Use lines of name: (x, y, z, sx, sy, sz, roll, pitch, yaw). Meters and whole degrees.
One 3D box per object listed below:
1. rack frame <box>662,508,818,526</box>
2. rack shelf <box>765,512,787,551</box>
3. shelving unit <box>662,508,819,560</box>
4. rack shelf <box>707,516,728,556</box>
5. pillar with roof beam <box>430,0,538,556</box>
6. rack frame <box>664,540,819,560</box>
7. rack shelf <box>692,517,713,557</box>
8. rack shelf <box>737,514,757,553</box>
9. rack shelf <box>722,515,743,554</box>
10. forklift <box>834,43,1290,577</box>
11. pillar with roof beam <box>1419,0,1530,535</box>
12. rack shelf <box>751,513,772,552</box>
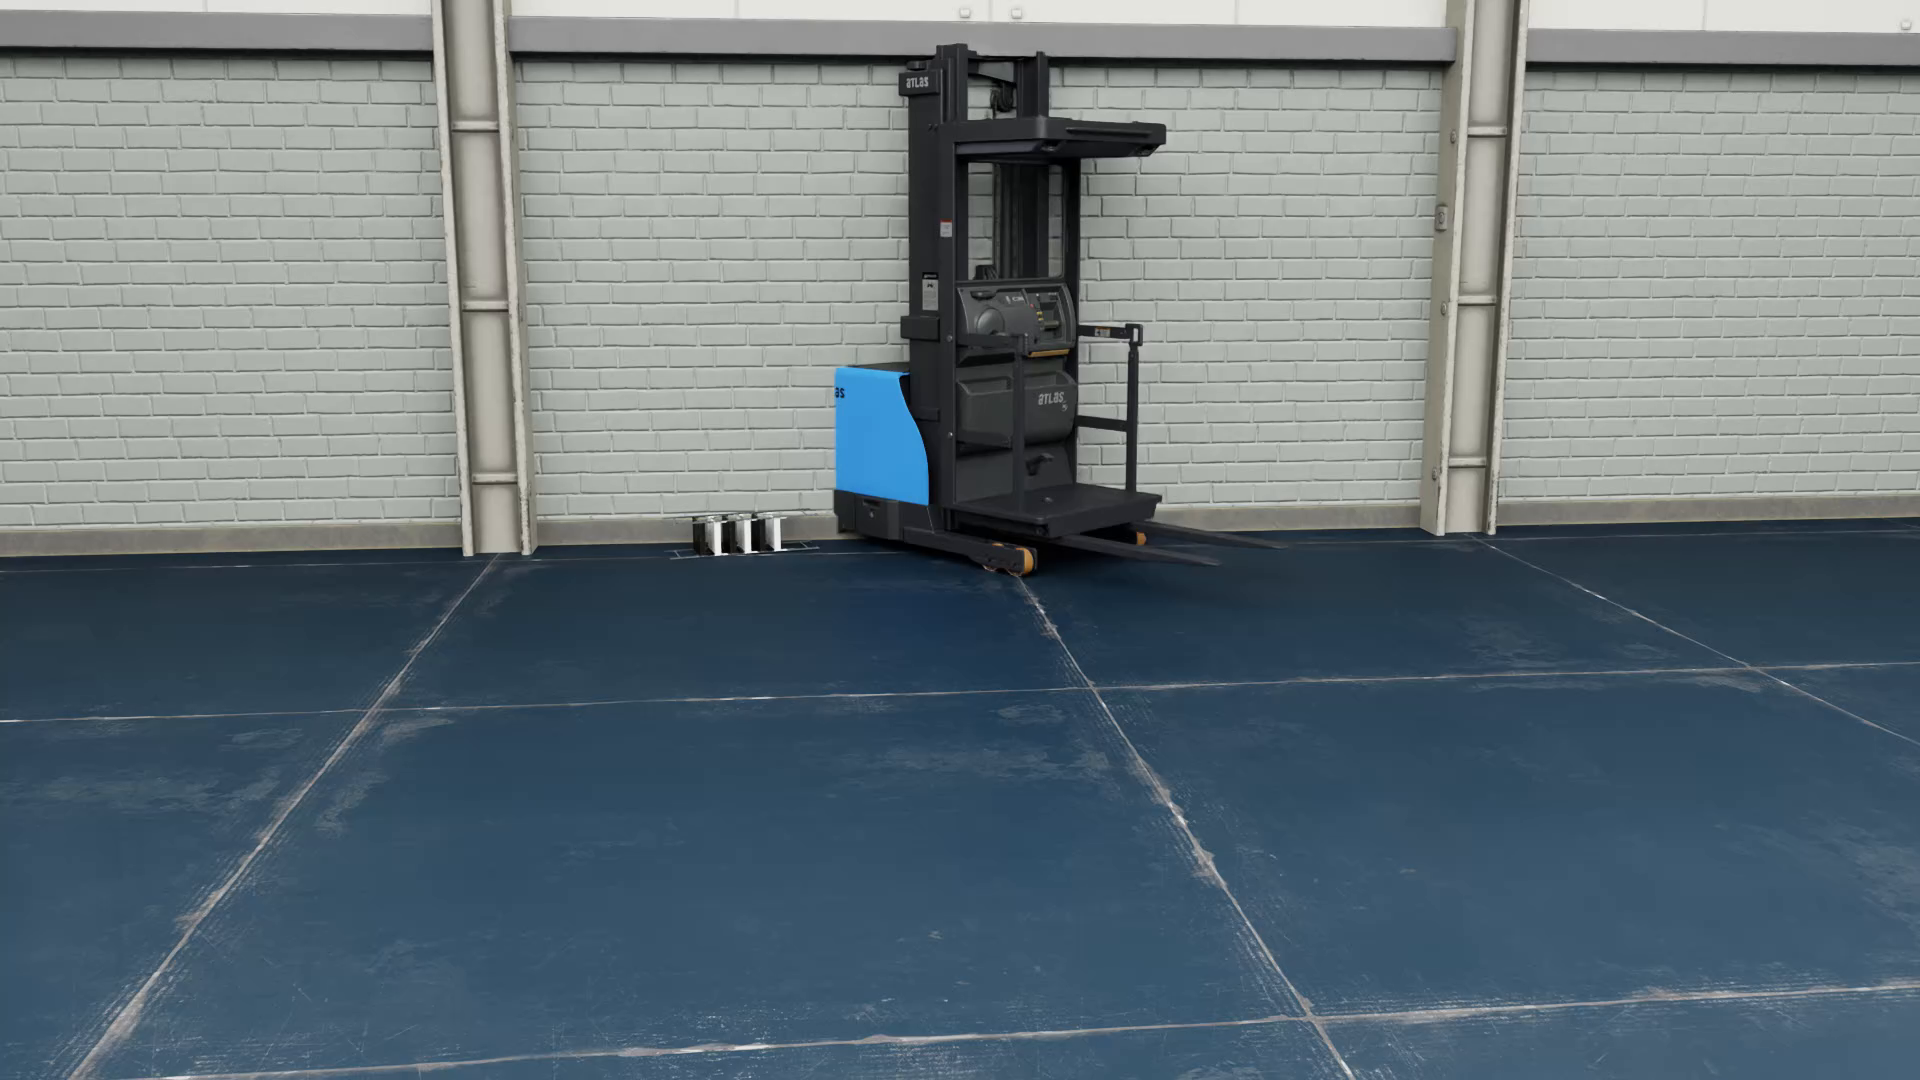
rack frame: (-1.319, -0.141, 9.992, 0.900, 0.006, 0.240, -4, 12, -18)
rack shelf: (-1.116, -0.056, 10.079, 0.077, 0.200, 0.258, -4, 12, -18)
shelving unit: (-1.318, -0.041, 10.012, 0.900, 0.210, 0.258, -4, 12, -18)
rack shelf: (-1.457, -0.031, 9.966, 0.077, 0.200, 0.258, -4, 12, -18)
pillar with roof beam: (-2.308, -3.528, 4.984, 0.400, 9.000, 9.100, -1, 11, -6)
rack frame: (-1.318, 0.059, 10.032, 0.900, 0.006, 0.240, -4, 12, -18)
rack shelf: (-1.542, -0.024, 9.938, 0.077, 0.200, 0.258, -4, 12, -18)
rack shelf: (-1.287, -0.043, 10.023, 0.077, 0.200, 0.258, -4, 12, -18)
rack shelf: (-1.372, -0.037, 9.994, 0.077, 0.200, 0.258, -4, 12, -18)
forklift: (0.487, -1.344, 9.606, 1.130, 2.935, 3.031, -11, 16, -44)
pillar with roof beam: (3.657, -3.653, 5.620, 0.400, 9.000, 9.100, -1, 11, -6)
rack shelf: (-1.202, -0.050, 10.051, 0.077, 0.200, 0.258, -4, 12, -18)
